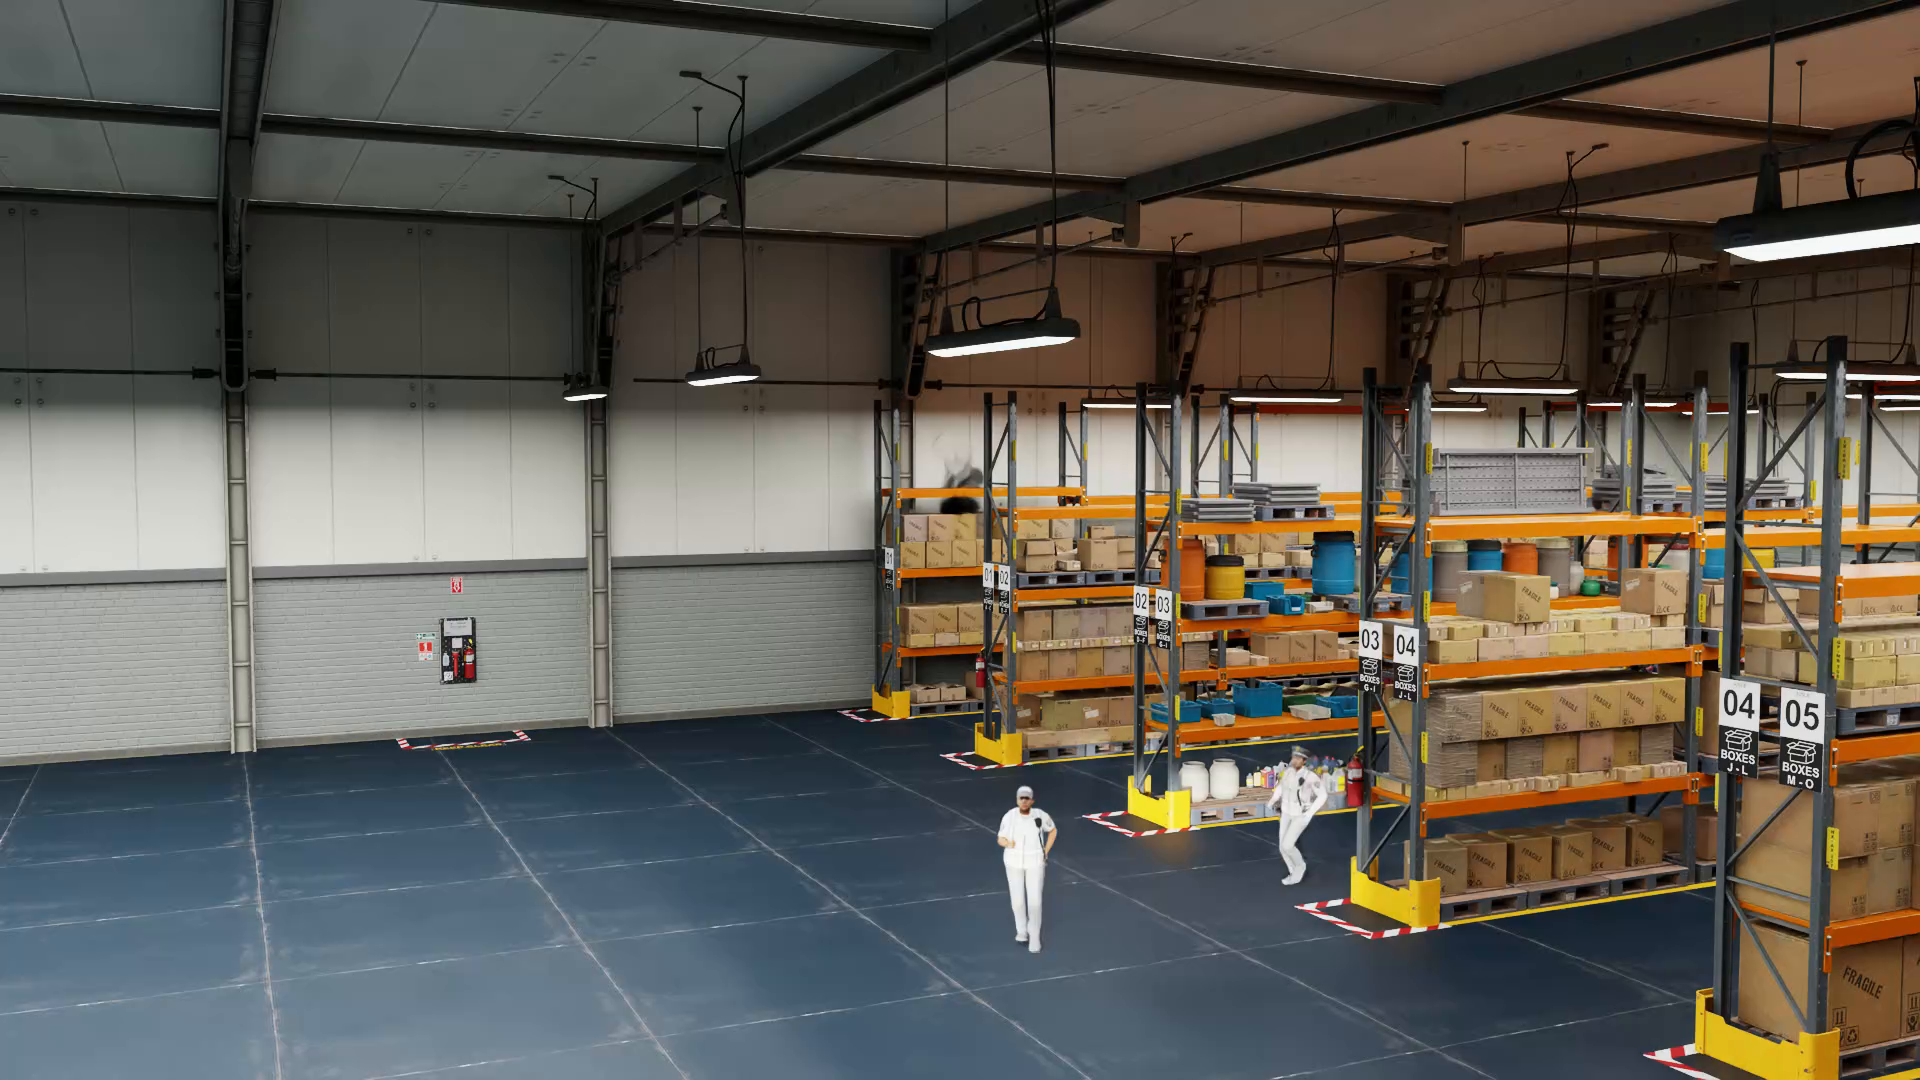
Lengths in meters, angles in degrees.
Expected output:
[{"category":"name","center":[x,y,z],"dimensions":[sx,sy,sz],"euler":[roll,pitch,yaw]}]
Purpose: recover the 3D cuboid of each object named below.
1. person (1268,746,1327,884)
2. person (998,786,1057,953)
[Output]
[{"category":"person","center":[3.888,3.223,19.430],"dimensions":[0.504,1.657,0.668],"euler":[-2,4,-36]},{"category":"person","center":[0.672,3.359,16.952],"dimensions":[0.583,1.700,0.660],"euler":[1,3,9]}]
